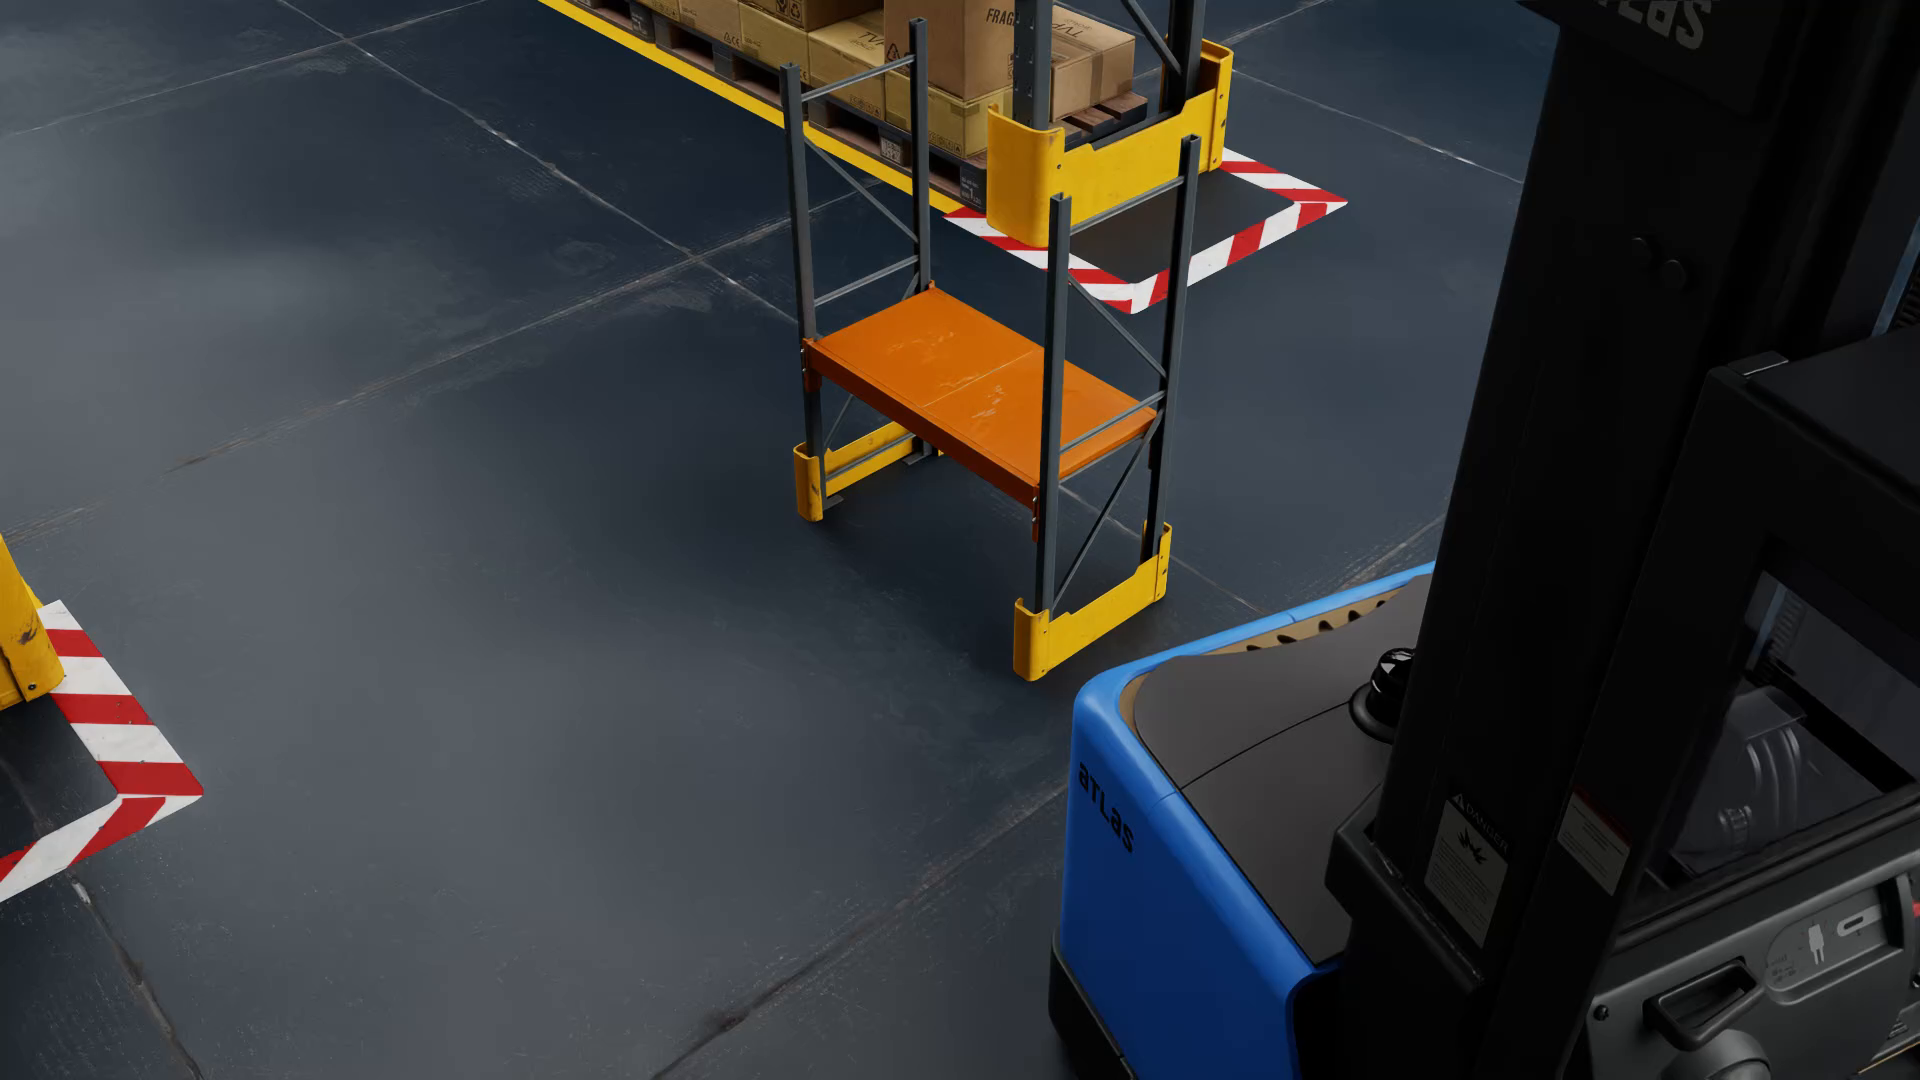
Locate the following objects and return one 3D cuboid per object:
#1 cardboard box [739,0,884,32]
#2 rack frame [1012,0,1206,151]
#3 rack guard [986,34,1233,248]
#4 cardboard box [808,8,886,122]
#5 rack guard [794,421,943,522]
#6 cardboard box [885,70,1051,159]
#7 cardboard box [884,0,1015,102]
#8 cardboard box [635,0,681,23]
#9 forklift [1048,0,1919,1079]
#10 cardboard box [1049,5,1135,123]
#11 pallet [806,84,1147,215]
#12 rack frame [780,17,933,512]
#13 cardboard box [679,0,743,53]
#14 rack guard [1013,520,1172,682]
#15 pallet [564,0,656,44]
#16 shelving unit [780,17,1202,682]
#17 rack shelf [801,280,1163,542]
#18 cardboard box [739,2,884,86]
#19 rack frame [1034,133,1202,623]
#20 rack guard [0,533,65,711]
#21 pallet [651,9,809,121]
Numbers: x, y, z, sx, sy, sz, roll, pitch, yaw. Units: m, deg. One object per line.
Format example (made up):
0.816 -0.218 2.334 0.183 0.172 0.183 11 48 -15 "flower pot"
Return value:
-0.656 -2.630 7.377 0.500 0.500 0.500 -30 48 -32 "cardboard box"
0.613 -2.667 6.164 1.000 3.000 0.127 -30 48 -32 "rack frame"
0.629 -1.683 6.936 1.175 0.500 0.348 -30 48 -32 "rack guard"
-0.314 -2.109 7.328 0.500 0.250 0.500 -30 48 -32 "cardboard box"
-0.285 -0.292 5.413 0.587 0.250 0.087 -30 48 -32 "rack guard"
0.033 -1.883 7.048 0.500 0.250 0.500 -30 48 -32 "cardboard box"
0.031 -2.174 6.811 0.500 0.500 0.500 -30 48 -32 "cardboard box"
-1.333 -2.801 8.185 0.500 0.250 0.500 -30 48 -32 "cardboard box"
1.285 0.676 2.080 1.130 2.935 3.031 -16 42 -19 "forklift"
0.414 -2.103 7.321 0.500 0.250 0.500 -30 48 -32 "cardboard box"
0.065 -1.918 7.457 1.003 0.211 1.213 -30 48 -32 "pallet"
-0.286 -0.779 5.021 0.500 1.500 0.032 -30 48 -32 "rack frame"
-0.991 -2.572 7.901 0.500 0.250 0.500 -30 48 -32 "cardboard box"
0.388 0.169 4.842 0.587 0.250 0.087 -30 48 -32 "rack guard"
-1.585 -3.047 8.855 1.003 0.211 1.213 -30 48 -32 "pallet"
0.052 -0.548 4.735 0.587 1.500 1.083 -30 48 -32 "shelving unit"
0.058 -0.404 4.843 0.538 0.185 1.000 -30 48 -32 "rack shelf"
-0.654 -2.340 7.614 0.500 0.250 0.500 -30 48 -32 "cardboard box"
0.402 -0.309 4.439 0.500 1.500 0.032 -30 48 -32 "rack frame"
-3.085 0.378 4.385 1.175 0.500 0.348 -30 48 -32 "rack guard"
-0.756 -2.482 8.155 1.003 0.211 1.213 -30 48 -32 "pallet"
